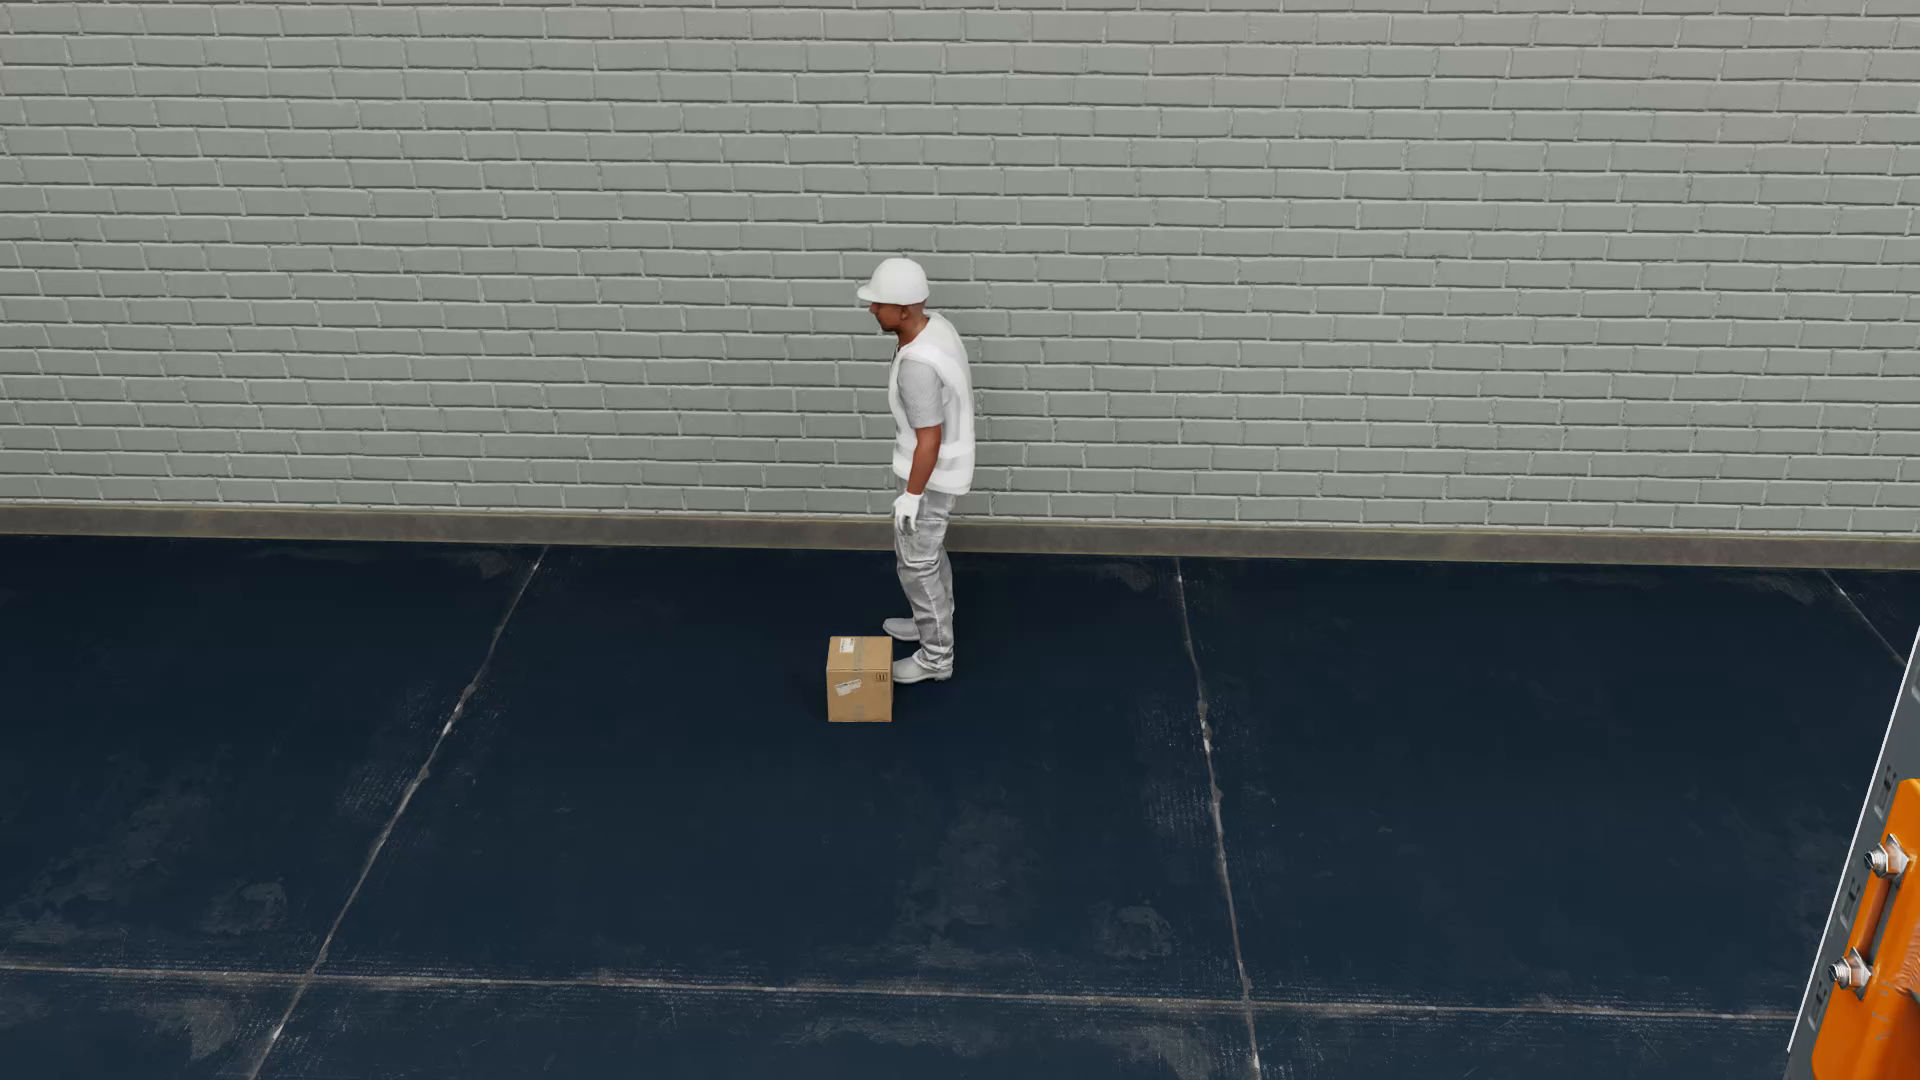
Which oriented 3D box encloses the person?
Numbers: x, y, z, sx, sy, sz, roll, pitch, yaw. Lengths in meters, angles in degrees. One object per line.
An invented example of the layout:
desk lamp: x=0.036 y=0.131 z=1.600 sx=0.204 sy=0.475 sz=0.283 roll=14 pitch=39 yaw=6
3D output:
person: x=-0.163 y=-0.273 z=6.627 sx=0.449 sy=1.774 sz=0.616 roll=1 pitch=28 yaw=2
